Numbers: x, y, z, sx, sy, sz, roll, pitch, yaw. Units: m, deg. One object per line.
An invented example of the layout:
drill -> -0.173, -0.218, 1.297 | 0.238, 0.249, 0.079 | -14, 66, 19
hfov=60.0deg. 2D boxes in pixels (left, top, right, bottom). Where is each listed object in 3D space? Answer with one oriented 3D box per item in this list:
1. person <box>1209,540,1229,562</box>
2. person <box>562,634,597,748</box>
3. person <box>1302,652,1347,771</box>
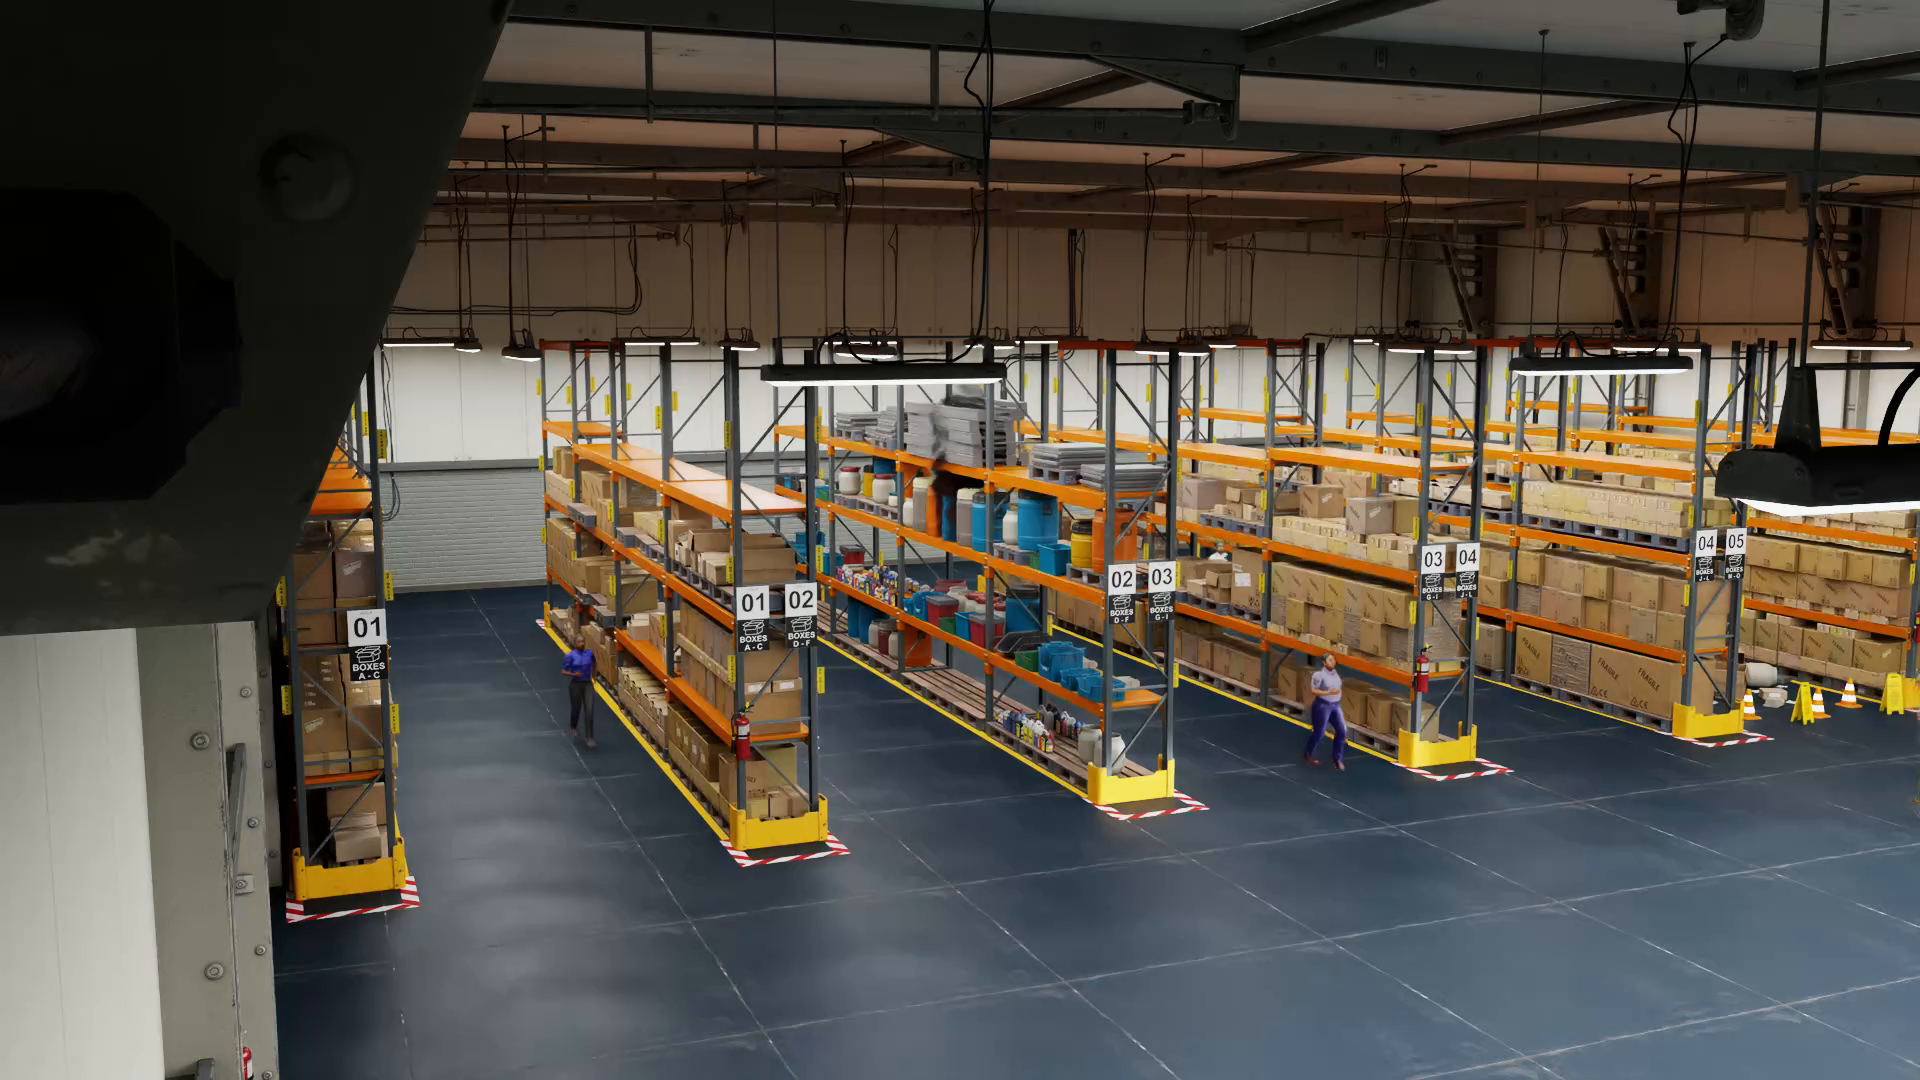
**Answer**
person -> 5.607, 0.847, 35.738 | 0.620, 1.703, 0.929 | -2, 8, -16
person -> -5.705, 2.257, 25.059 | 0.578, 1.612, 0.870 | -4, 8, -26
person -> 5.216, 2.465, 23.724 | 0.604, 1.713, 0.662 | -4, 9, -31
